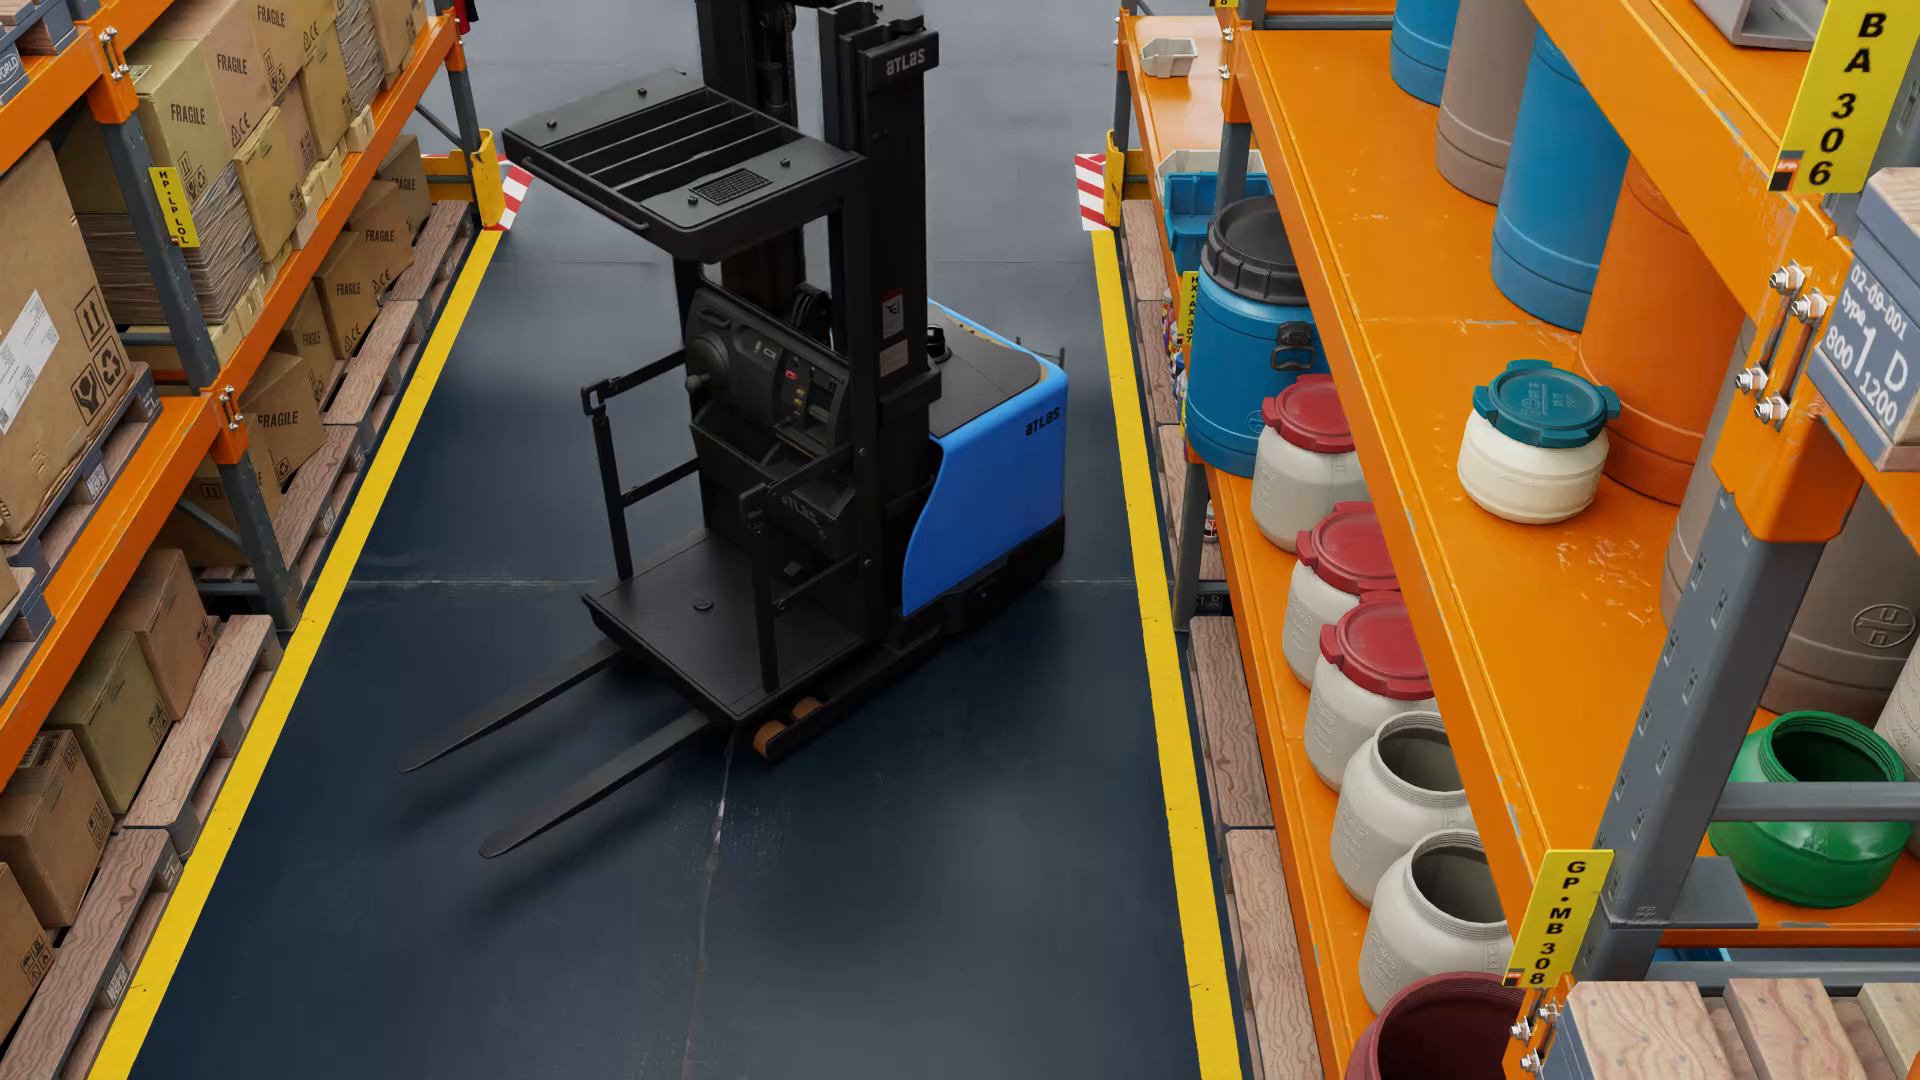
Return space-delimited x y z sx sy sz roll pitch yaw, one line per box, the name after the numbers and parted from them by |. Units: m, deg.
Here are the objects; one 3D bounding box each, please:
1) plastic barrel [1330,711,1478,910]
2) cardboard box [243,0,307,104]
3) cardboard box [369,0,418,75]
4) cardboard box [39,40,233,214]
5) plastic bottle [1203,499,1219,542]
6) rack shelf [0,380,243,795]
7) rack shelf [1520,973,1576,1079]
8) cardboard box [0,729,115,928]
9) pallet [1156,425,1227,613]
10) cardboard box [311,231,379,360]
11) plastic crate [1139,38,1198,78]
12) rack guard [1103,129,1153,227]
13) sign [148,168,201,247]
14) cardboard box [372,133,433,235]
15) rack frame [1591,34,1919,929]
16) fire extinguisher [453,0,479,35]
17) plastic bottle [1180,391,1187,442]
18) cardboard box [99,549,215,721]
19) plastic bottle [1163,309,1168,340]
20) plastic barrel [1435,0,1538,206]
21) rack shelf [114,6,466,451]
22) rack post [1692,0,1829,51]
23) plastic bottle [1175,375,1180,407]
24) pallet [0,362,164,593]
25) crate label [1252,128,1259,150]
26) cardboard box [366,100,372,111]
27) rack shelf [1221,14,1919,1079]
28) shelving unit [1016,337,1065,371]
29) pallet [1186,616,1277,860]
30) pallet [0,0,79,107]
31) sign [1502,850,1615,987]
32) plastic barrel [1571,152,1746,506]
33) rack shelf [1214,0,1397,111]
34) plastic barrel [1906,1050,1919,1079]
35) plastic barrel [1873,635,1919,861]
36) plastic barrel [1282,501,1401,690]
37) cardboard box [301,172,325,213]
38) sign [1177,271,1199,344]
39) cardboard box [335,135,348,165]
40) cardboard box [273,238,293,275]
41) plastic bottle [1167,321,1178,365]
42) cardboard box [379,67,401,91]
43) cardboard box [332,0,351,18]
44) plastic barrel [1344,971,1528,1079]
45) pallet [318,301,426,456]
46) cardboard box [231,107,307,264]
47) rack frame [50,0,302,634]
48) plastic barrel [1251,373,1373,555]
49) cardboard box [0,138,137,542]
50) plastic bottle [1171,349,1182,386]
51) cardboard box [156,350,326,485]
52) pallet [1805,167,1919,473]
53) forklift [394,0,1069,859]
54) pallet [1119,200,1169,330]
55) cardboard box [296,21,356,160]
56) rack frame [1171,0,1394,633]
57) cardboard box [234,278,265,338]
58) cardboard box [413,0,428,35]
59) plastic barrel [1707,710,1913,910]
1.250 0.760 4.560 0.421 0.512 0.421 0 39 0 | plastic barrel
-3.241 -2.240 7.275 0.500 0.500 0.500 0 39 0 | cardboard box
-3.403 -2.788 8.758 0.875 0.500 0.500 0 39 0 | cardboard box
-3.239 -1.615 6.495 0.500 0.500 0.500 0 39 0 | cardboard box
1.148 -0.098 7.605 0.097 0.201 0.097 0 39 0 | plastic bottle
-3.490 0.743 5.244 1.077 0.370 4.000 0 39 0 | rack shelf
1.467 2.071 1.189 1.077 0.370 4.000 0 39 0 | rack shelf
-3.531 1.048 5.936 0.700 0.500 0.500 -3 39 -4 | cardboard box
1.501 -0.123 7.981 1.003 0.211 1.213 0 39 0 | pallet
-3.496 -1.322 8.910 0.500 0.500 0.500 3 39 4 | cardboard box
1.135 -2.630 9.090 0.298 0.136 0.250 0 39 0 | plastic crate
1.503 -2.270 10.428 1.175 0.500 0.348 0 39 0 | rack guard
-2.937 -1.242 6.221 0.100 0.325 0.005 0 39 0 | sign
-3.513 -2.087 9.865 0.500 0.500 0.500 7 39 8 | cardboard box
1.465 -0.631 1.587 1.000 3.000 0.127 0 39 0 | rack frame
-3.036 -3.331 9.815 0.296 0.674 0.183 0 39 0 | fire extinguisher
1.171 -0.654 8.179 0.144 0.351 0.185 0 39 0 | plastic bottle
-3.513 0.400 6.745 0.700 0.500 0.500 -3 39 -4 | cardboard box
1.146 -1.174 8.948 0.097 0.201 0.097 0 39 0 | plastic bottle
1.679 -1.431 4.583 0.600 0.901 0.600 0 39 0 | plastic barrel
-3.495 -1.758 8.366 1.077 0.370 4.000 0 39 0 | rack shelf
1.549 -1.979 3.109 1.013 1.000 3.121 0 39 0 | rack post
1.147 -0.771 8.445 0.097 0.201 0.097 0 39 0 | plastic bottle
-3.637 -0.235 6.044 1.003 0.211 1.213 0 39 0 | pallet
1.728 -2.156 8.259 0.502 0.435 0.616 0 39 0 | crate label
-3.273 -2.232 8.582 0.380 0.149 0.250 0 39 0 | cardboard box
1.463 -0.431 4.311 1.077 0.370 4.000 0 39 0 | rack shelf
0.331 -0.506 7.907 0.258 0.900 0.210 15 41 18 | shelving unit
1.500 0.788 6.844 1.003 0.211 1.213 0 39 0 | pallet
-3.598 -1.499 5.219 1.213 0.211 1.003 0 39 0 | pallet
0.915 0.585 2.552 0.100 0.325 0.005 0 39 0 | sign
1.680 -0.551 3.542 0.600 0.830 0.708 0 39 0 | plastic barrel
1.458 -2.932 7.432 1.077 0.370 4.000 0 39 0 | rack shelf
1.463 0.563 1.817 0.600 0.830 0.708 0 39 0 | plastic barrel
1.771 0.301 2.733 0.421 0.512 0.421 0 39 0 | plastic barrel
1.243 0.213 5.223 0.433 0.535 0.433 0 39 0 | plastic barrel
-3.218 -1.606 7.802 0.380 0.149 0.250 0 39 0 | cardboard box
0.910 -0.906 6.506 0.100 0.325 0.005 0 39 0 | sign
-3.253 -1.919 8.192 0.380 0.149 0.250 0 39 0 | cardboard box
-3.217 -1.294 7.412 0.380 0.149 0.250 0 39 0 | cardboard box
1.147 -1.052 8.739 0.097 0.271 0.097 0 39 0 | plastic bottle
-3.254 -2.544 8.973 0.380 0.149 0.250 0 39 0 | cardboard box
-3.245 -2.866 8.055 0.500 0.500 0.500 0 39 0 | cardboard box
1.162 1.367 3.783 0.600 0.536 0.708 0 39 0 | plastic barrel
-3.533 -0.885 8.931 1.003 0.211 1.213 0 39 0 | pallet
-3.397 -1.537 7.197 0.875 0.500 0.500 0 39 0 | cardboard box
-3.493 -0.788 6.580 1.000 3.000 0.127 0 39 0 | rack frame
1.242 -0.246 5.795 0.433 0.535 0.433 0 39 0 | plastic barrel
-3.632 -0.689 5.641 1.000 1.000 1.000 0 39 0 | cardboard box
1.147 -0.900 8.606 0.097 0.201 0.097 0 39 0 | plastic bottle
-3.461 -0.585 7.990 0.500 0.500 0.500 12 40 14 | cardboard box
1.435 0.050 1.208 1.213 0.211 1.003 0 39 0 | pallet
-0.915 -0.601 6.402 3.031 2.935 1.130 -32 48 -33 | forklift
1.499 -1.649 9.885 1.003 0.211 1.213 0 39 0 | pallet
-3.457 -2.163 7.978 0.875 0.500 0.500 0 39 0 | cardboard box
1.460 -0.792 6.585 1.000 3.000 0.127 0 39 0 | rack frame
-3.179 -0.981 7.022 0.380 0.149 0.250 0 39 0 | cardboard box
-3.290 -3.013 9.558 0.380 0.149 0.250 0 39 0 | cardboard box
1.414 0.446 2.766 0.294 0.245 0.294 0 39 0 | plastic barrel
